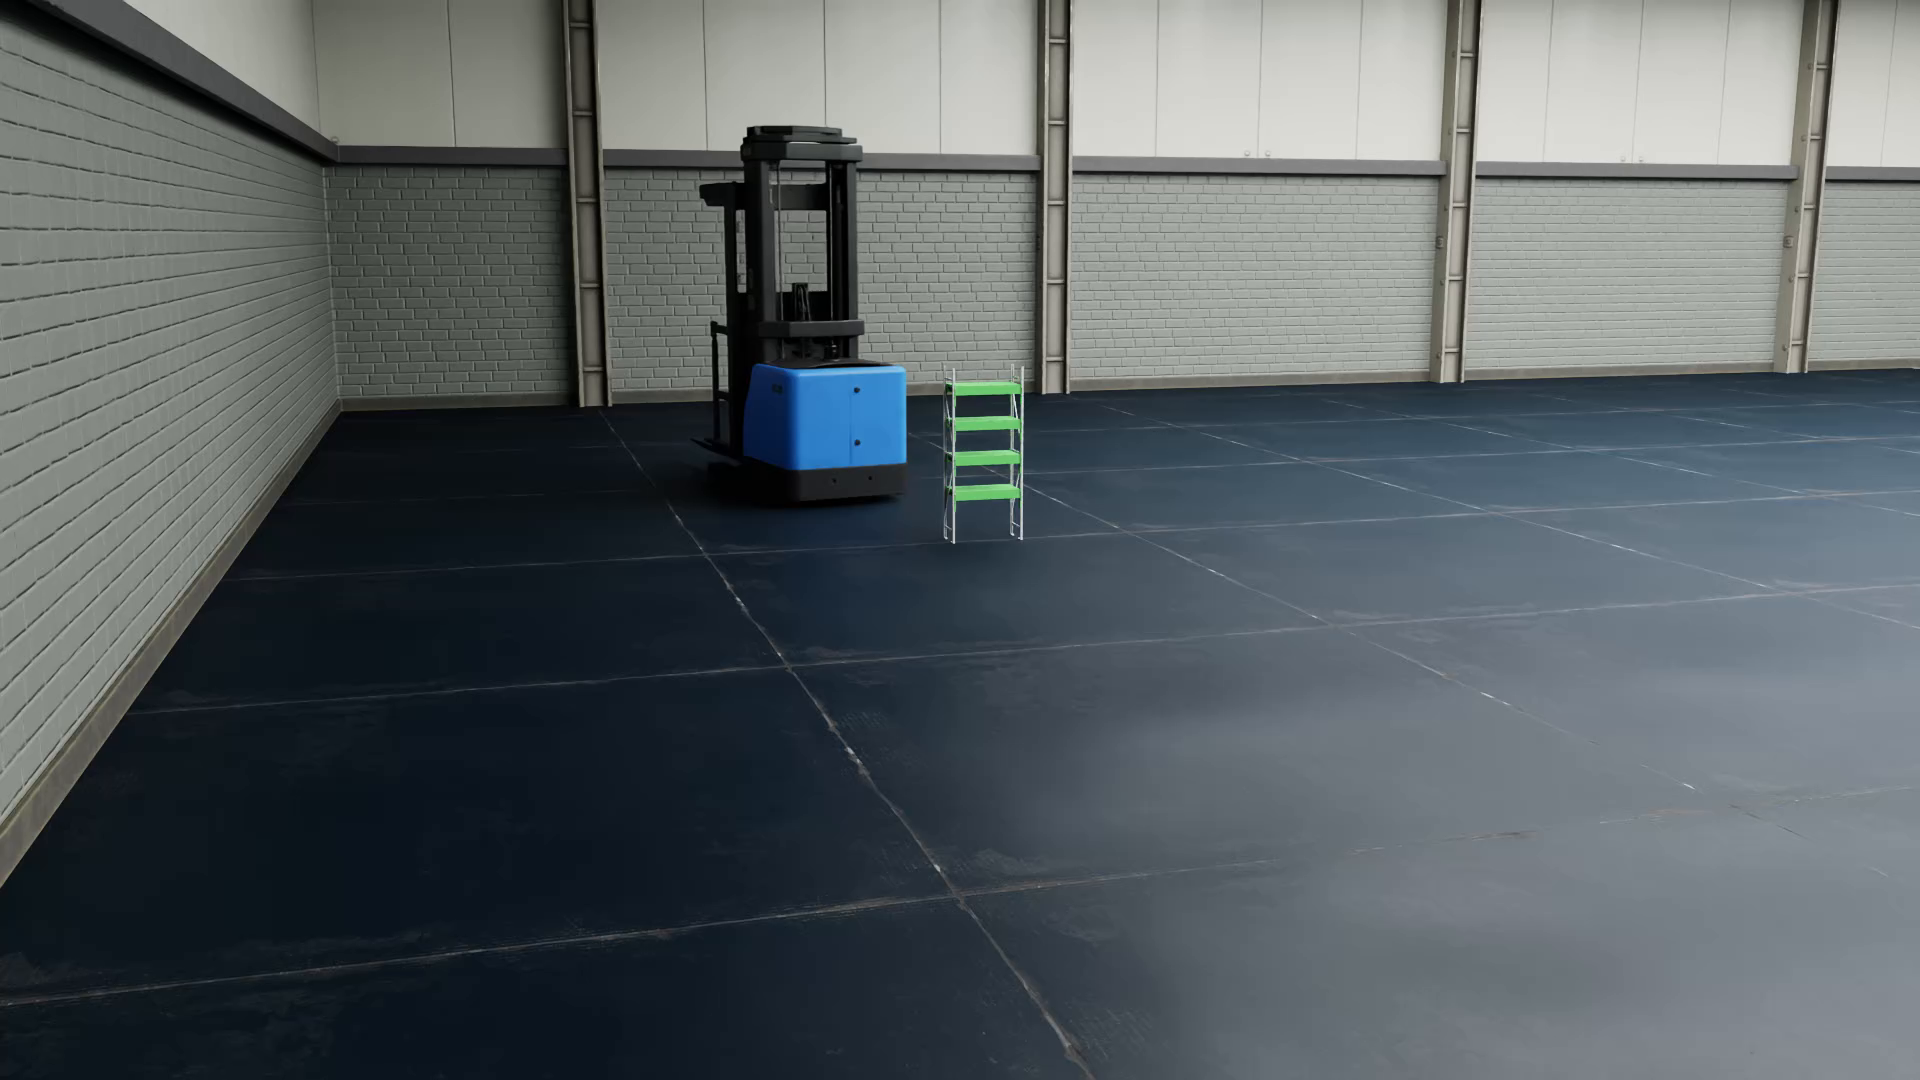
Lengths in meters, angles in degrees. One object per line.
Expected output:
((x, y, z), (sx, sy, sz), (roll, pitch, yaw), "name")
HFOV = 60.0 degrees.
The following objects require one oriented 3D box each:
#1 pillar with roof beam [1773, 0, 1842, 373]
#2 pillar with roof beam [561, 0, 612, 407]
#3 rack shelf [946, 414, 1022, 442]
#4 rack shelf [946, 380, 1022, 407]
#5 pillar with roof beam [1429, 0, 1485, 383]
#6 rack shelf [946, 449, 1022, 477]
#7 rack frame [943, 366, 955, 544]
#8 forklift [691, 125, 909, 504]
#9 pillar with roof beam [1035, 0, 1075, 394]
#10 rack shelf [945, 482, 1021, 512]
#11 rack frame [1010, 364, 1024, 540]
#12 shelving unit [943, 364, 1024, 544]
((13.959, -6.259, 20.689), (0.400, 9.000, 9.100), (-3, 11, -16), "pillar with roof beam")
((-3.324, -5.348, 15.742), (0.400, 9.000, 9.100), (-3, 11, -16), "pillar with roof beam")
((0.159, -0.772, 11.451), (0.480, 0.148, 0.258), (-3, 11, -16), "rack shelf")
((0.159, -1.008, 11.408), (0.480, 0.148, 0.258), (-3, 11, -16), "rack shelf")
((8.198, -5.955, 19.040), (0.400, 9.000, 9.100), (-3, 11, -16), "pillar with roof beam")
((0.159, -0.536, 11.495), (0.480, 0.148, 0.258), (-3, 11, -16), "rack shelf")
((-0.075, -0.586, 11.416), (0.015, 1.200, 0.240), (-3, 11, -16), "rack frame")
((-1.518, -1.947, 14.030), (1.130, 2.935, 3.031), (-5, 12, -26), "forklift")
((2.437, -5.652, 17.391), (0.400, 9.000, 9.100), (-3, 11, -16), "pillar with roof beam")
((0.159, -0.300, 11.538), (0.480, 0.148, 0.258), (-3, 11, -16), "rack shelf")
((0.393, -0.611, 11.550), (0.015, 1.200, 0.240), (-3, 11, -16), "rack frame")
((0.159, -0.598, 11.483), (0.503, 1.200, 0.258), (-3, 11, -16), "shelving unit")
